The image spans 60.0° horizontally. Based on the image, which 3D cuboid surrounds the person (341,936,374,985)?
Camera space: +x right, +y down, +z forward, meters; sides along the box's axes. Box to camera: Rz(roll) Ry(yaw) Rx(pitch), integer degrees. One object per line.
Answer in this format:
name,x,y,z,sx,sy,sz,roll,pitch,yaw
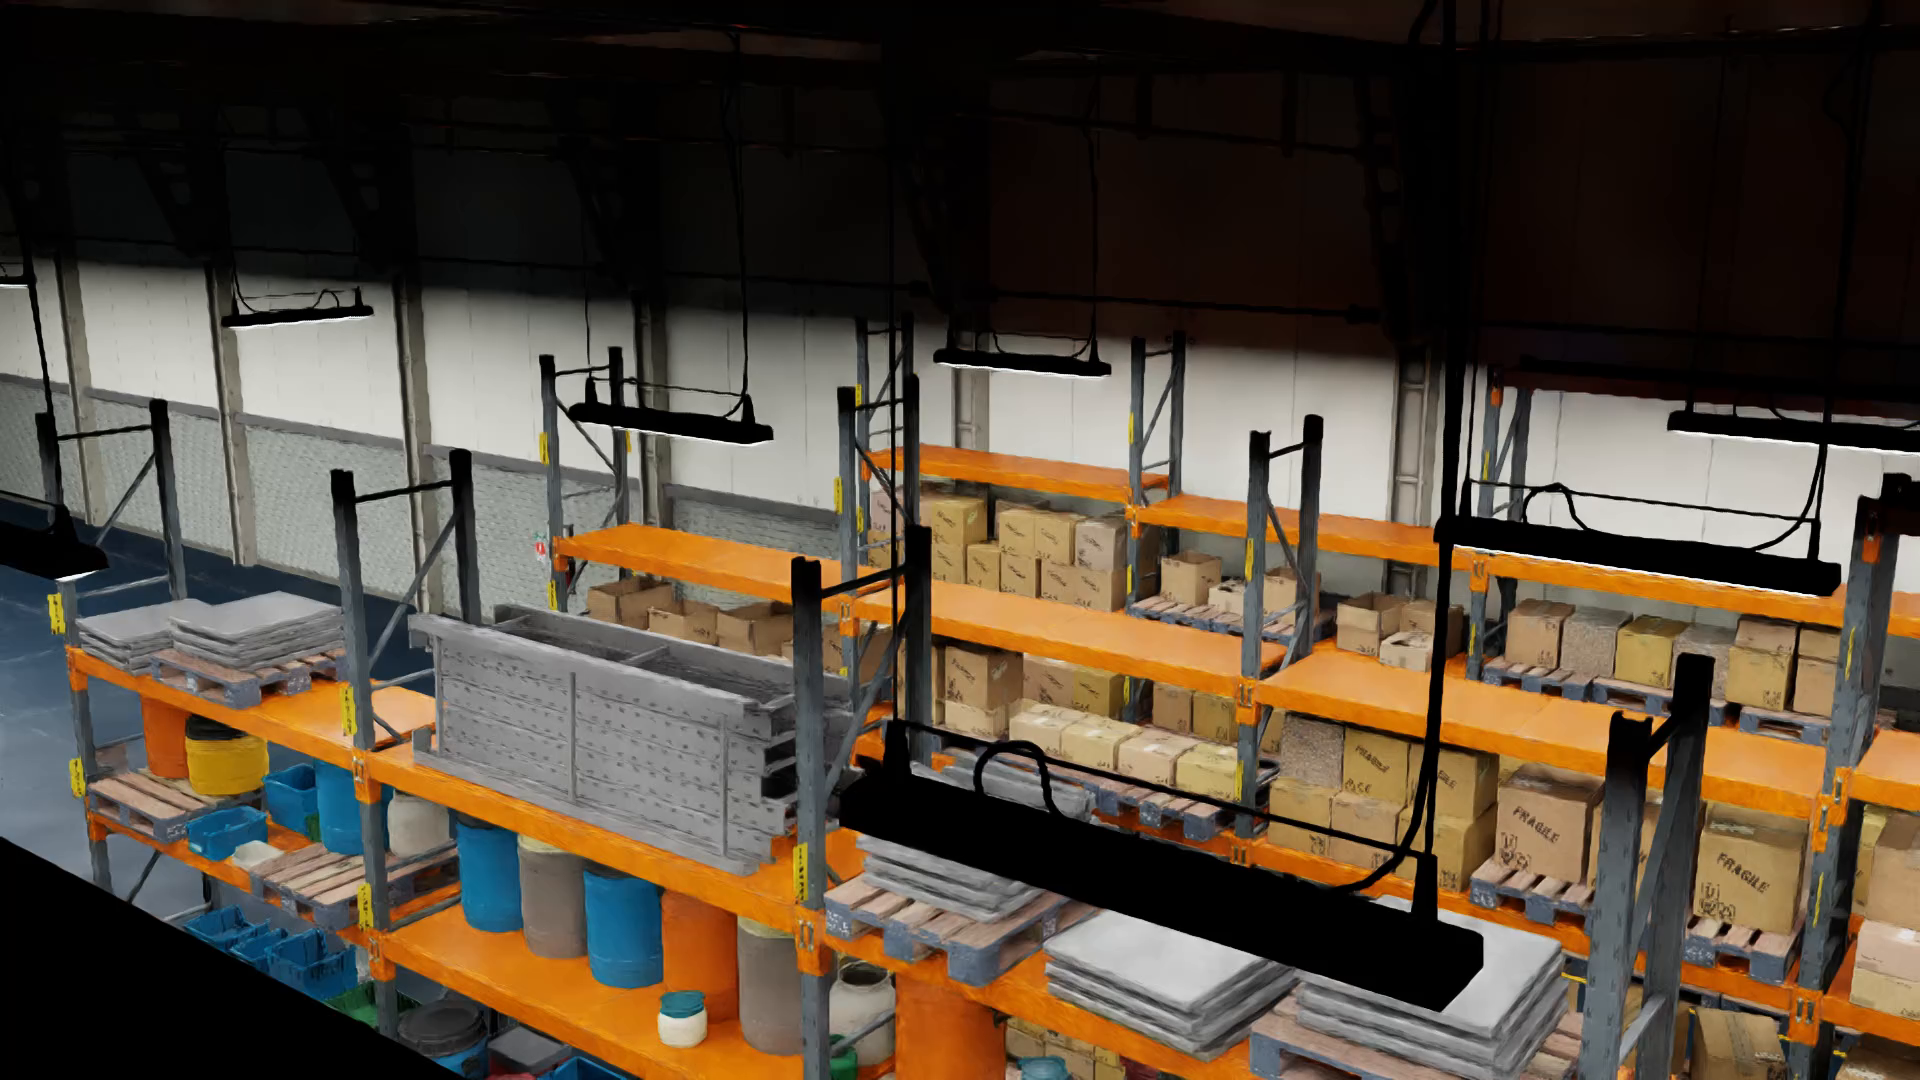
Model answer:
person,-5.938,3.538,16.346,0.502,1.653,0.650,-1,13,-4
